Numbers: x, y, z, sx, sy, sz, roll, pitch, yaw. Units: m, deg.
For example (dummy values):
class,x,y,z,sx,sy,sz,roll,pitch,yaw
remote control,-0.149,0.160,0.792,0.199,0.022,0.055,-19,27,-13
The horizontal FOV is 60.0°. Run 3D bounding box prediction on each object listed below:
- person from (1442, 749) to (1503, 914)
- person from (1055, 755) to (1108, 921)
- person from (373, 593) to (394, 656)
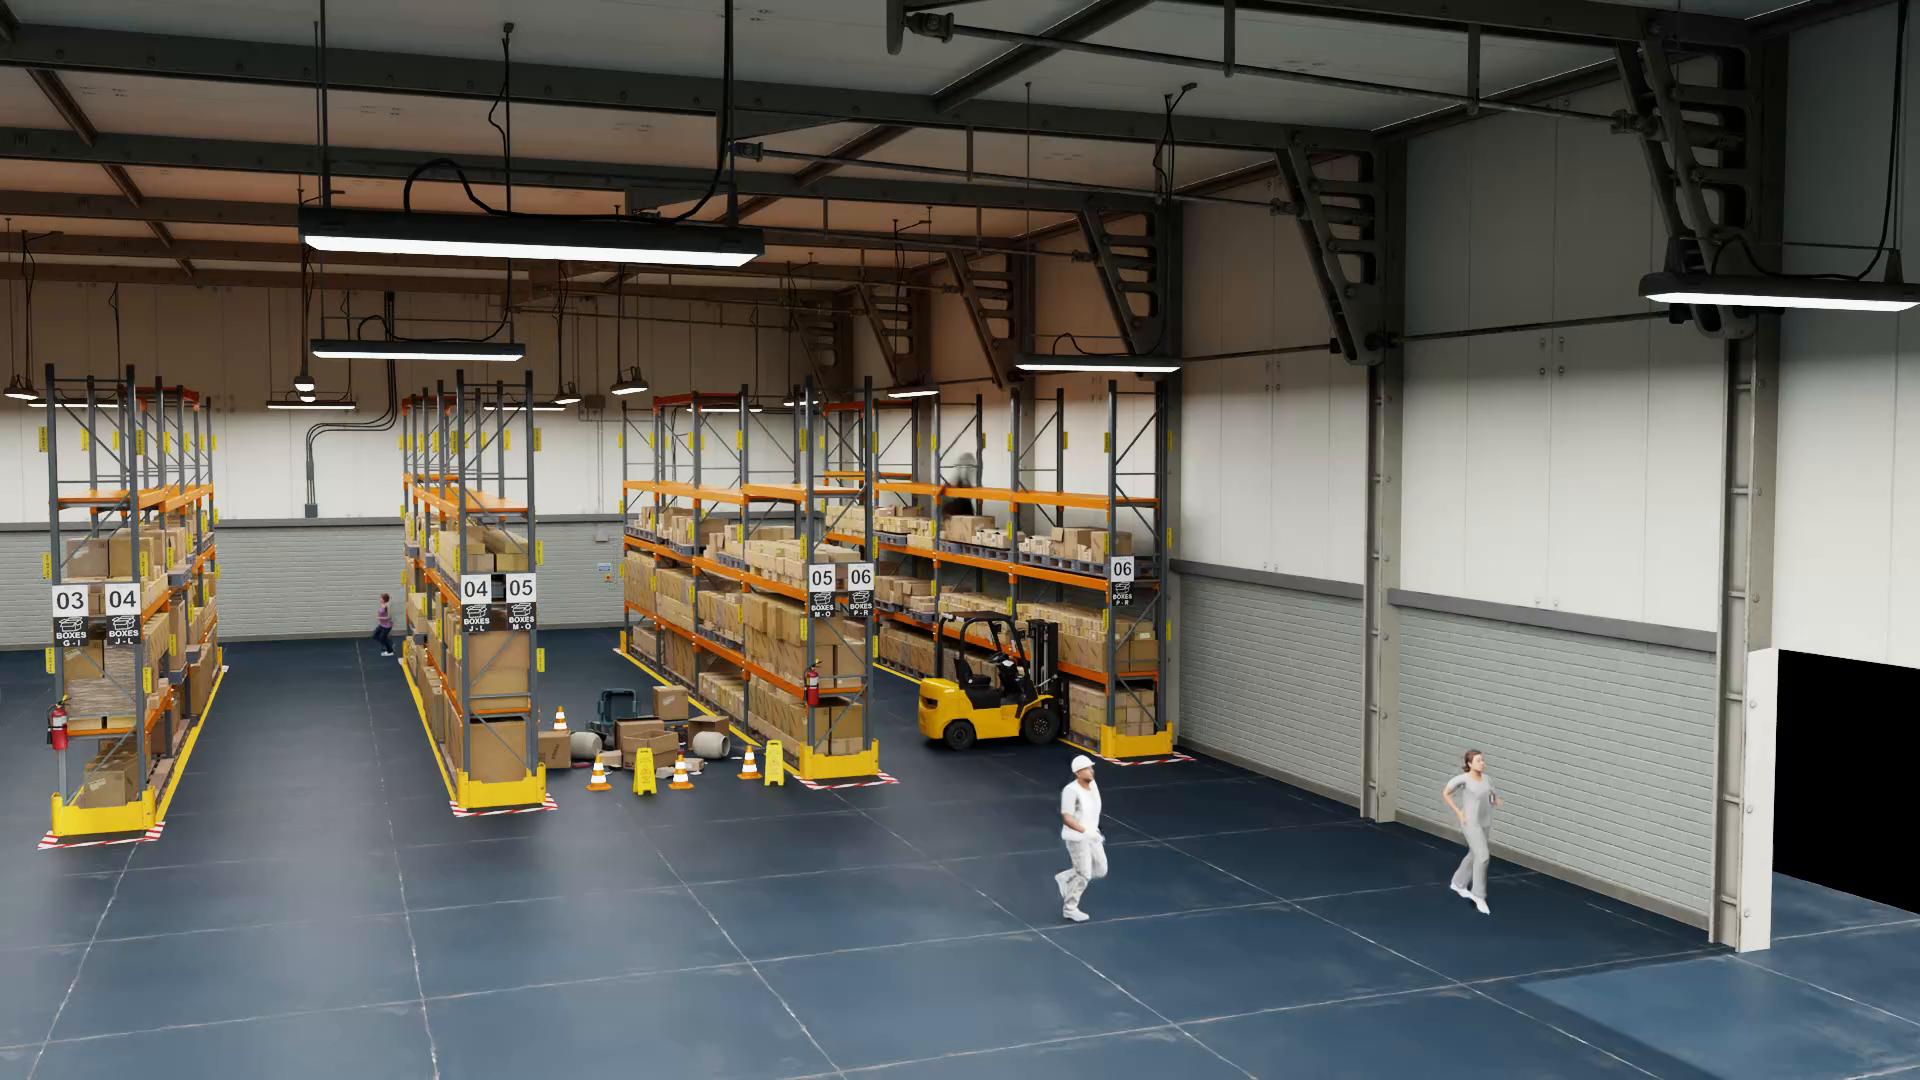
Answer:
class,x,y,z,sx,sy,sz,roll,pitch,yaw
person,5.547,3.121,17.933,0.546,1.713,0.712,-2,4,-29
person,1.283,3.116,17.458,0.663,1.736,0.710,2,4,32
person,-13.409,1.973,38.780,0.541,1.504,0.634,-3,4,-42
